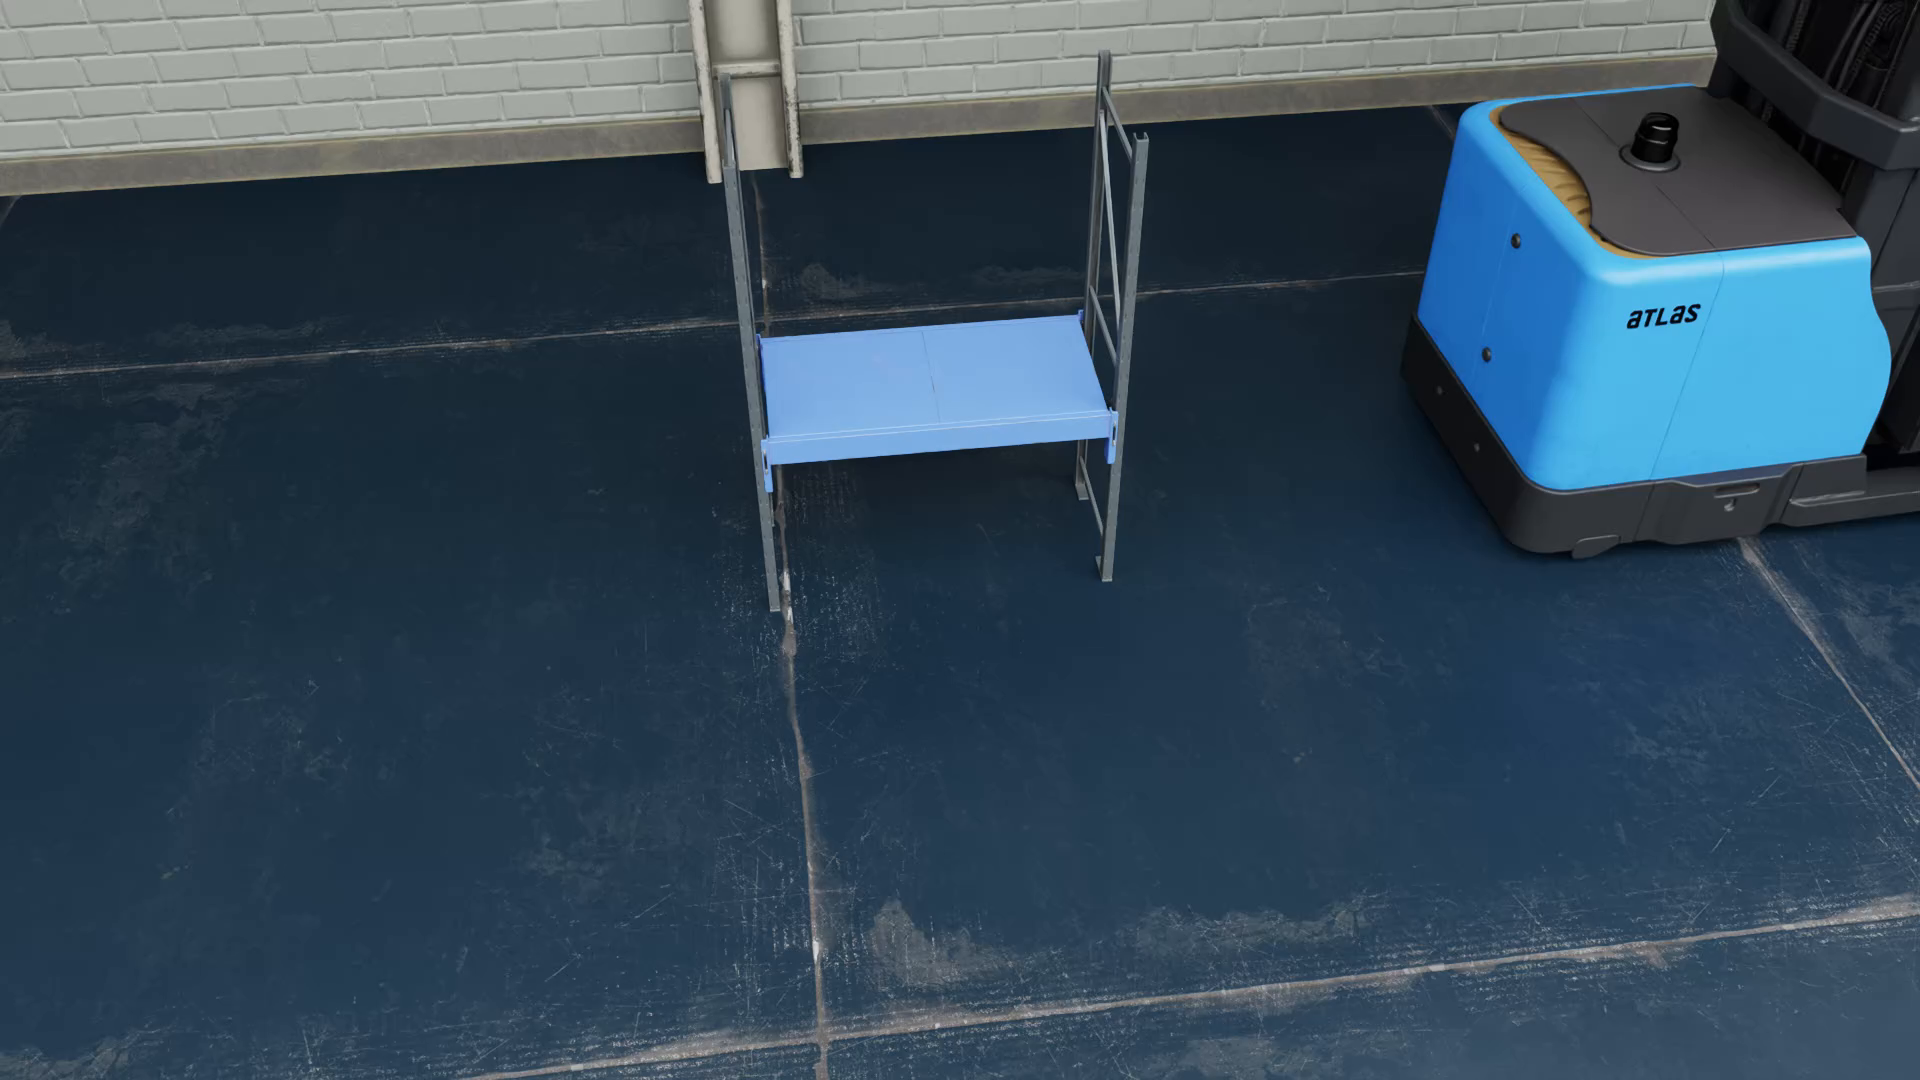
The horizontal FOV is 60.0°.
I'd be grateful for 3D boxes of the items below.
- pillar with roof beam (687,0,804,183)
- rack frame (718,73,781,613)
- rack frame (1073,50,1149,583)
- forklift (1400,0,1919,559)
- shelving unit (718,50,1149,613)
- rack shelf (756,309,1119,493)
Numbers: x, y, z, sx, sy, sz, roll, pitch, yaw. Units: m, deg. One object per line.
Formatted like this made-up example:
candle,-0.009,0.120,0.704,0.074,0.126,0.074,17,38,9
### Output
pillar with roof beam,-0.309,-2.079,0.836,0.400,9.000,9.100,-5,42,-6
rack frame,-0.589,-0.505,4.691,0.032,1.500,0.500,-5,42,-6
rack frame,0.419,-0.594,4.788,0.032,1.500,0.500,-5,42,-6
forklift,3.100,-1.511,4.737,3.031,2.935,1.130,-7,43,-8
shelving unit,-0.085,-0.550,4.739,1.048,1.500,0.538,-5,42,-6
rack shelf,-0.085,-0.416,4.860,1.000,0.185,0.538,-5,42,-6
